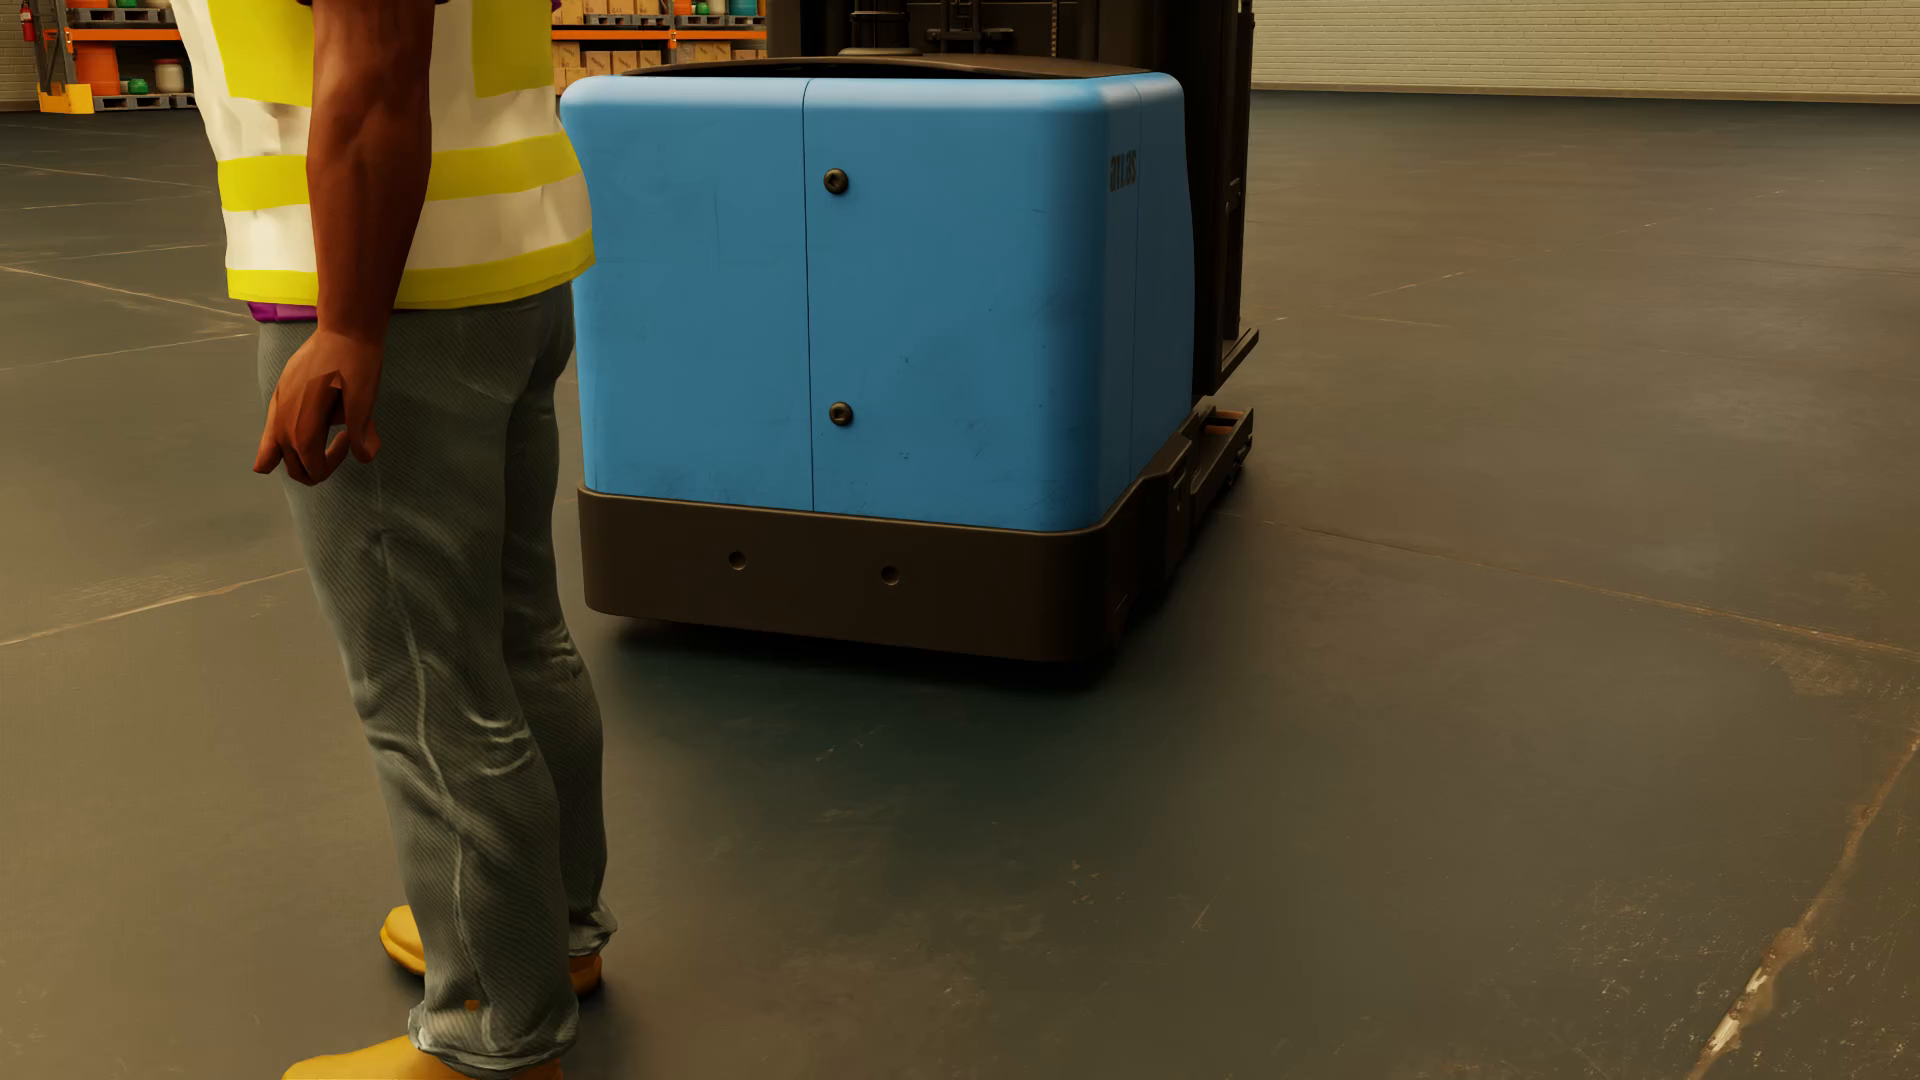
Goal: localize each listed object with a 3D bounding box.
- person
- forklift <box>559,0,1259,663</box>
[{"bbox_3d":[-0.570,-0.246,1.711,0.371,1.771,0.554,0,17,2],"label":"person"},{"bbox_3d":[0.182,-1.571,4.072,1.130,2.935,3.031,5,18,17],"label":"forklift"}]
